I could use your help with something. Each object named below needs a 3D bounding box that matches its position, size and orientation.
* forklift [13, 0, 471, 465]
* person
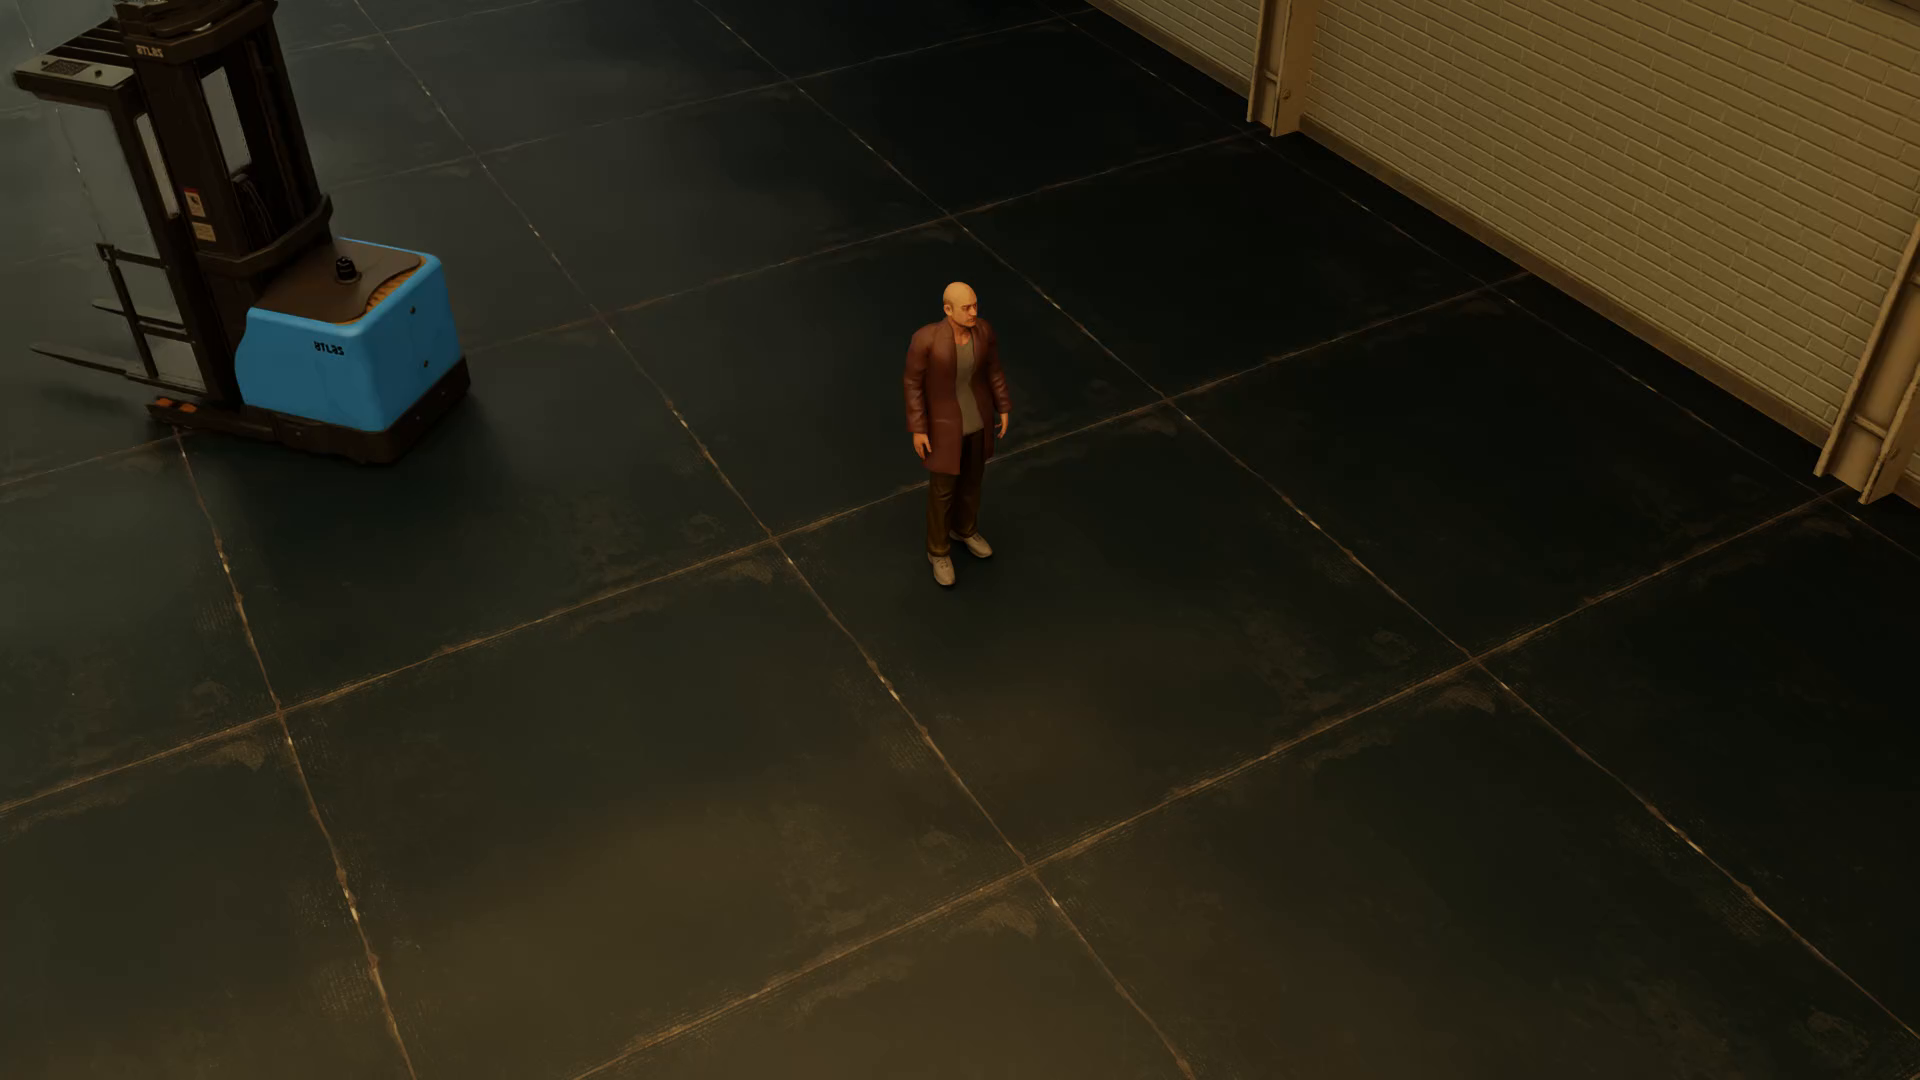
[{"bbox_3d":[-4.962,-2.187,10.673,3.031,2.935,1.130,12,41,15],"label":"forklift"},{"bbox_3d":[0.041,-0.638,9.697,0.696,1.776,0.582,-20,44,-23],"label":"person"}]
